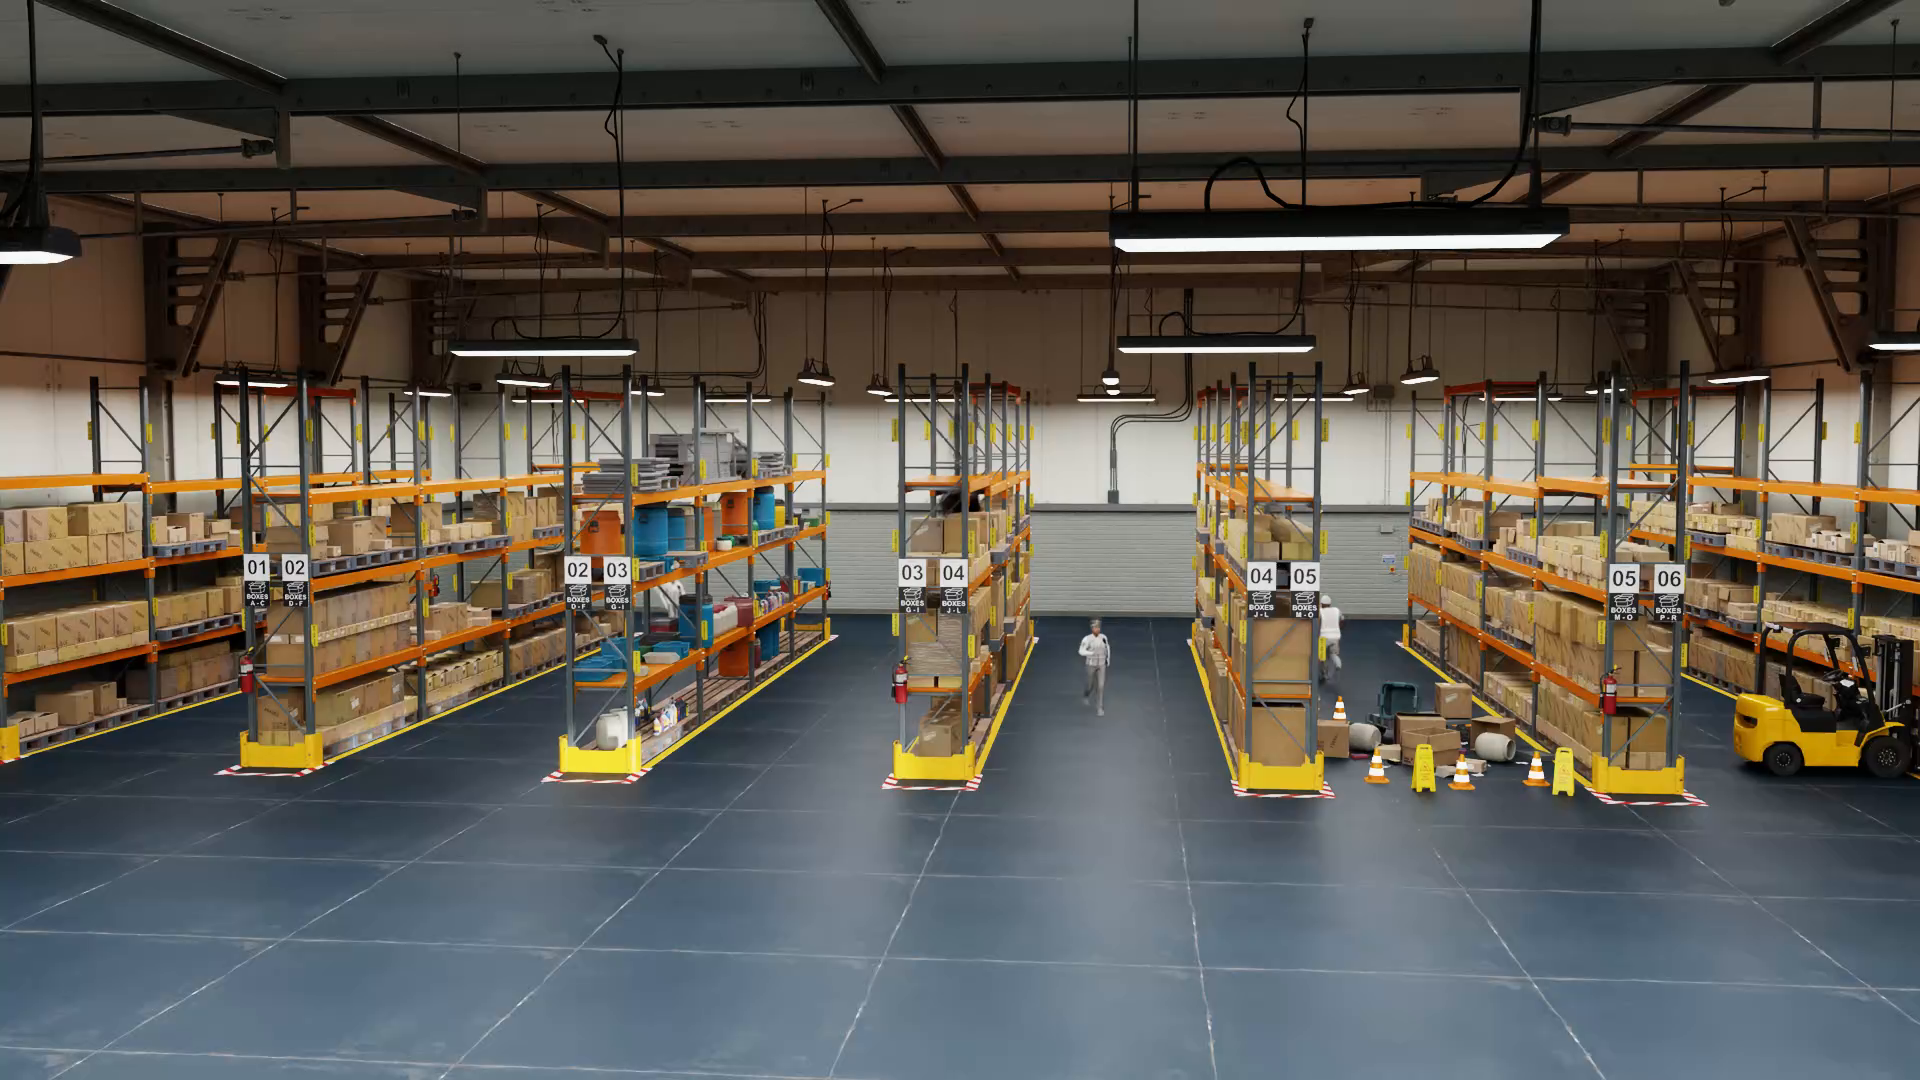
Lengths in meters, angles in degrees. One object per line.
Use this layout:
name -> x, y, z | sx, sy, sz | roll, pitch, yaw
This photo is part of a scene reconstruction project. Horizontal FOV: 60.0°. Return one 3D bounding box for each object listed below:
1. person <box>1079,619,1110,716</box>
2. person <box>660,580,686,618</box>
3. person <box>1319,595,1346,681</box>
person -> 2.405, 2.240, 29.647 | 0.629, 1.681, 0.873 | -1, 4, -12
person -> -6.975, 1.589, 40.508 | 0.652, 1.667, 0.507 | -2, 4, -25
person -> 7.391, 2.009, 33.255 | 0.680, 1.770, 1.051 | 0, 4, -4
